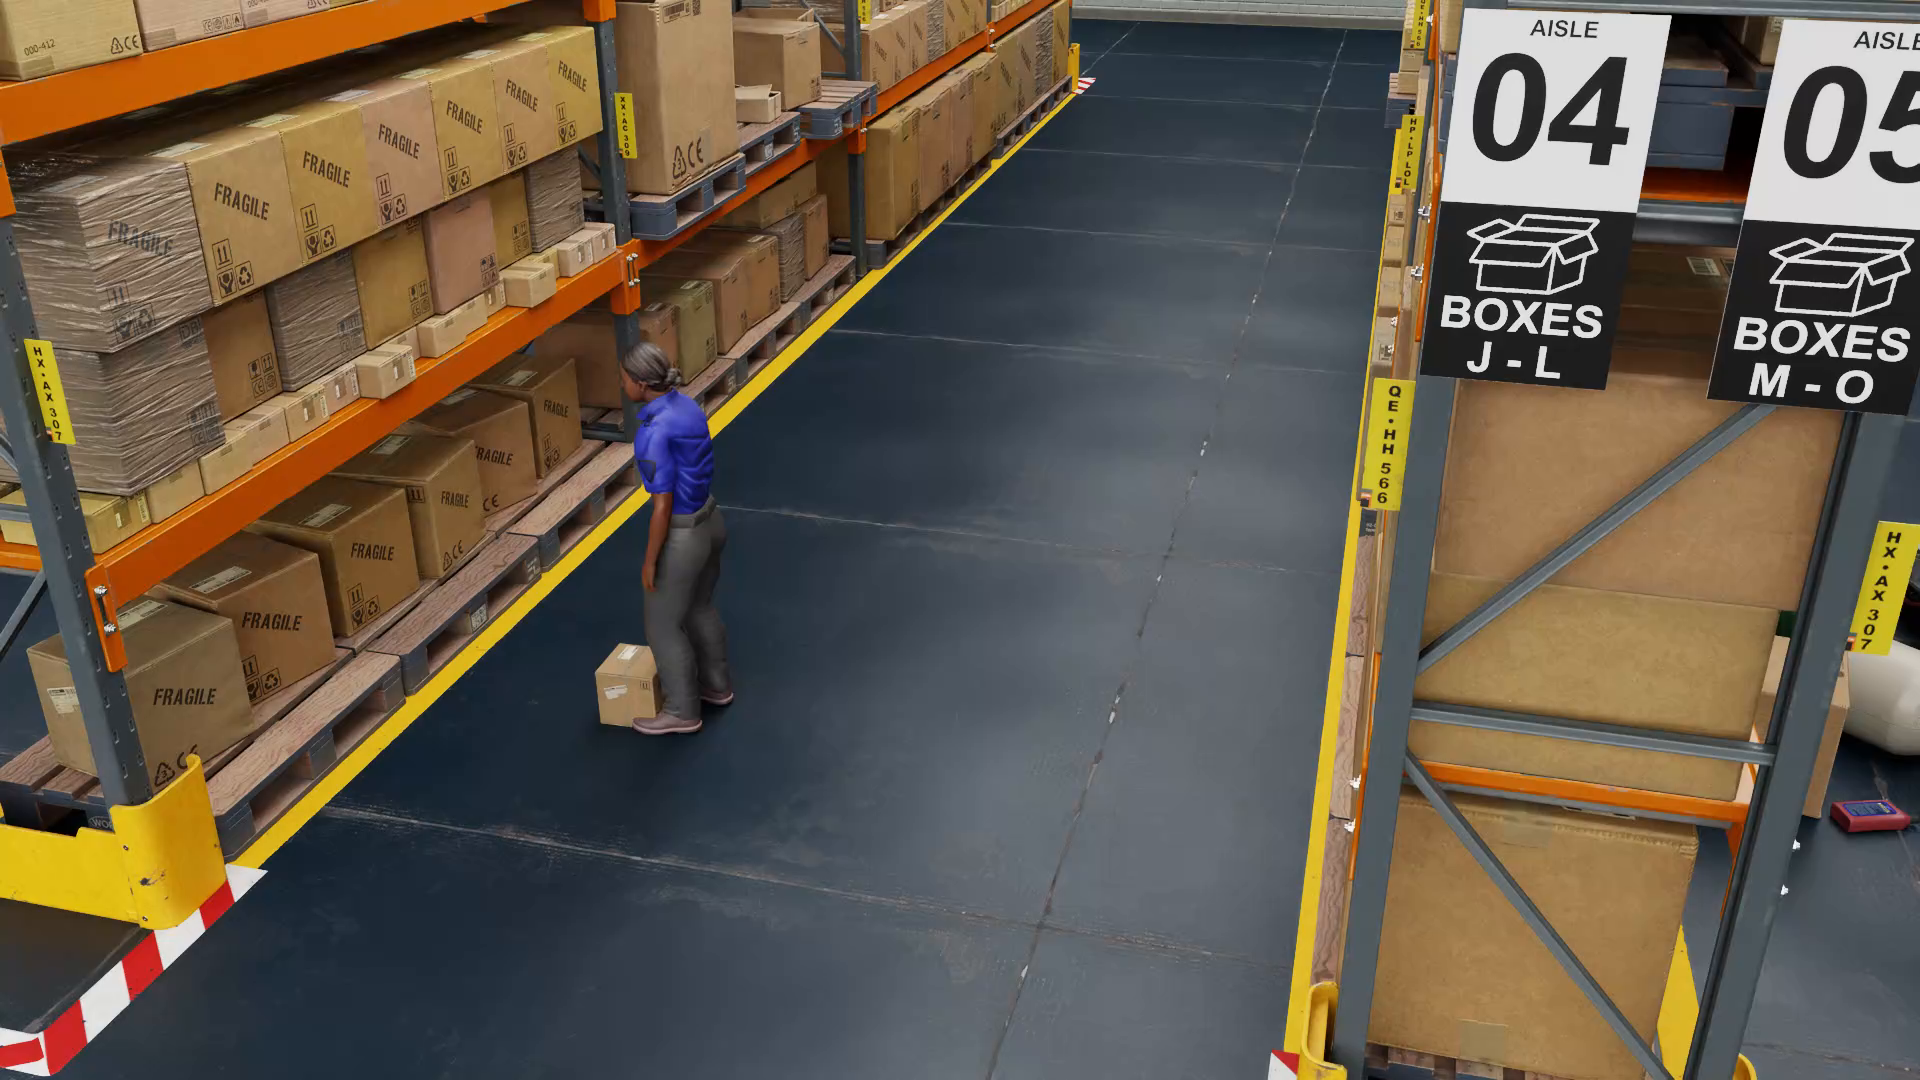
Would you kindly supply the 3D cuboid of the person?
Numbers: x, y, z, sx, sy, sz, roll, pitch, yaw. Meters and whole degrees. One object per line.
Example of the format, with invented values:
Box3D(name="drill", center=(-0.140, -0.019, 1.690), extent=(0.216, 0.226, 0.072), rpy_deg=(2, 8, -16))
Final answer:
Box3D(name="person", center=(-1.124, -0.029, 6.596), extent=(0.349, 1.586, 0.493), rpy_deg=(6, 26, 13))
